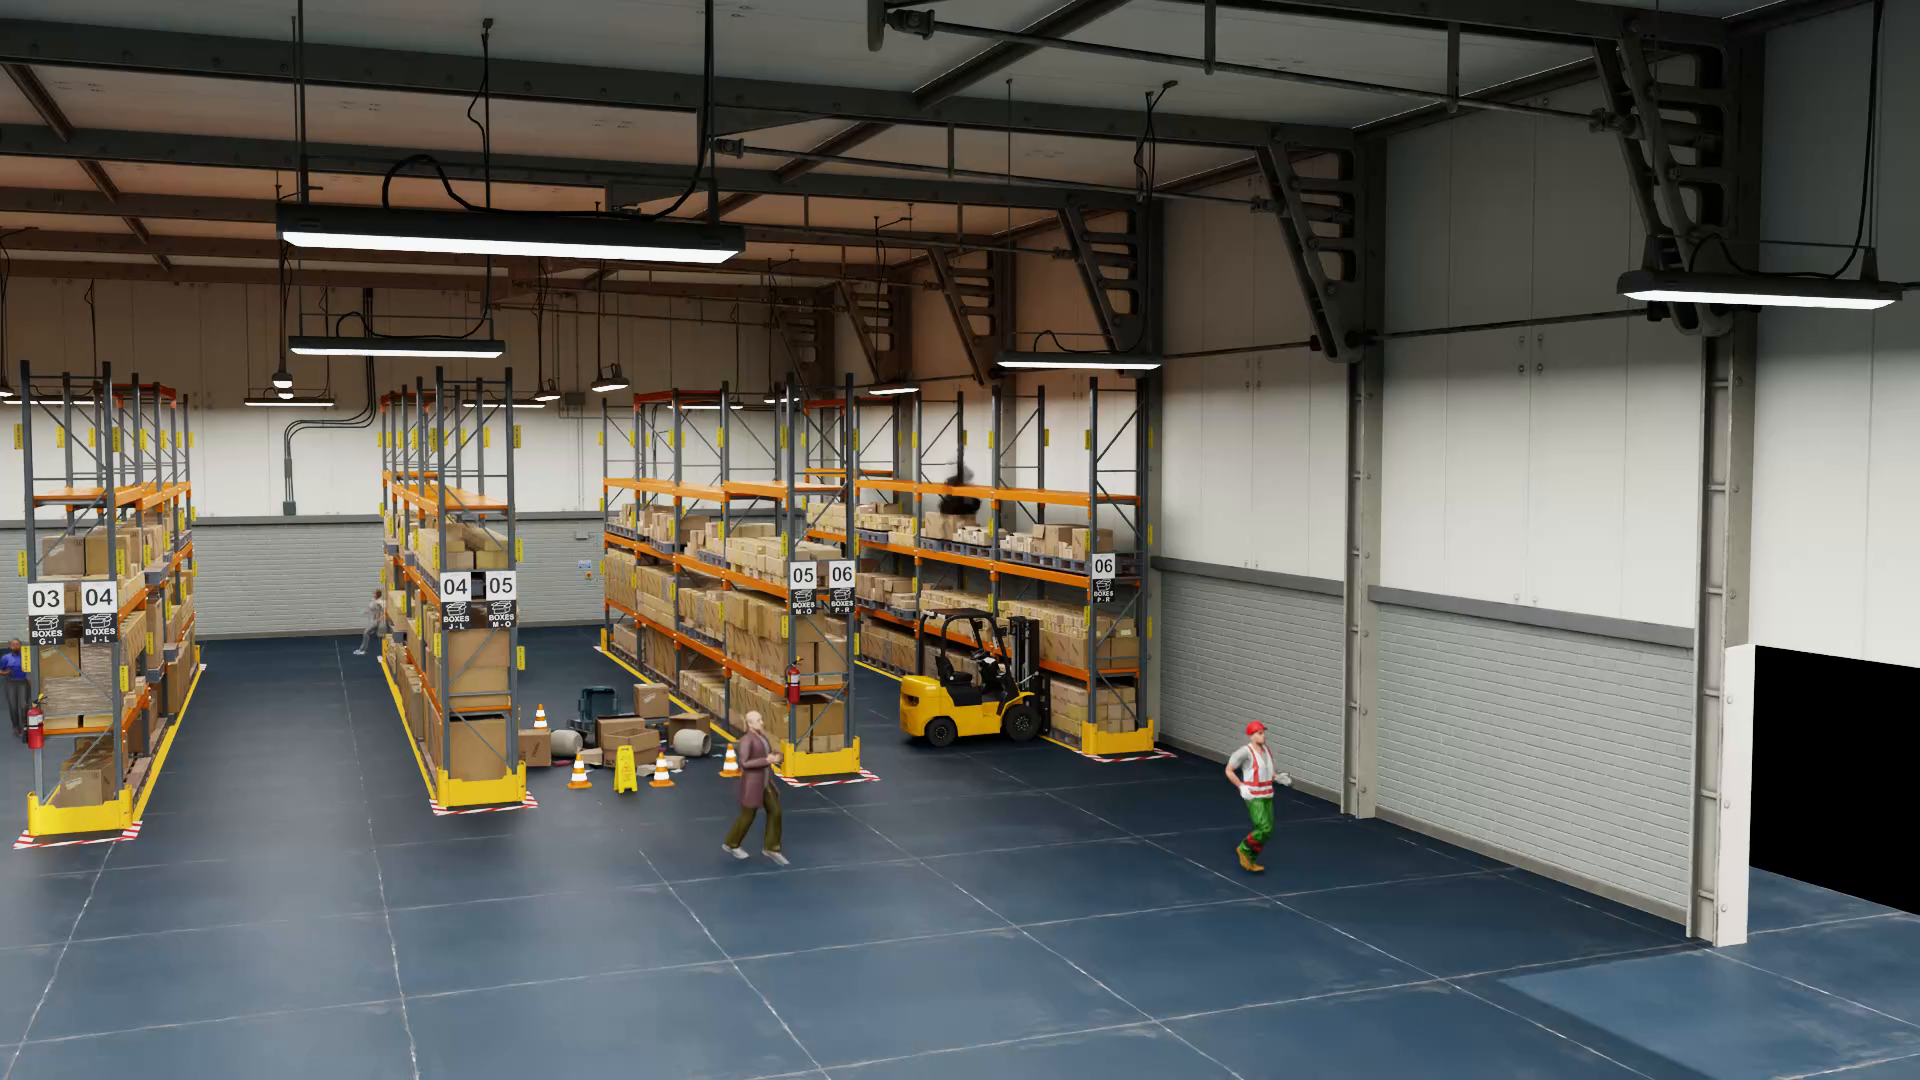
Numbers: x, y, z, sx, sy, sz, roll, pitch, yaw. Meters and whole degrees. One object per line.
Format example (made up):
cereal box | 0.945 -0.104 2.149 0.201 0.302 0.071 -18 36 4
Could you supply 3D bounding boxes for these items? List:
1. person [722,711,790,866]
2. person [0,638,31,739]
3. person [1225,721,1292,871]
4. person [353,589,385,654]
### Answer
person | -2.411 2.928 19.593 0.806 1.841 0.692 2 4 25
person | -15.833 2.504 27.953 0.553 1.699 0.681 -2 4 -26
person | 3.469 2.964 19.132 0.643 1.742 0.584 -3 5 -41
person | -13.705 1.891 38.726 0.848 1.523 0.643 -1 4 -23
